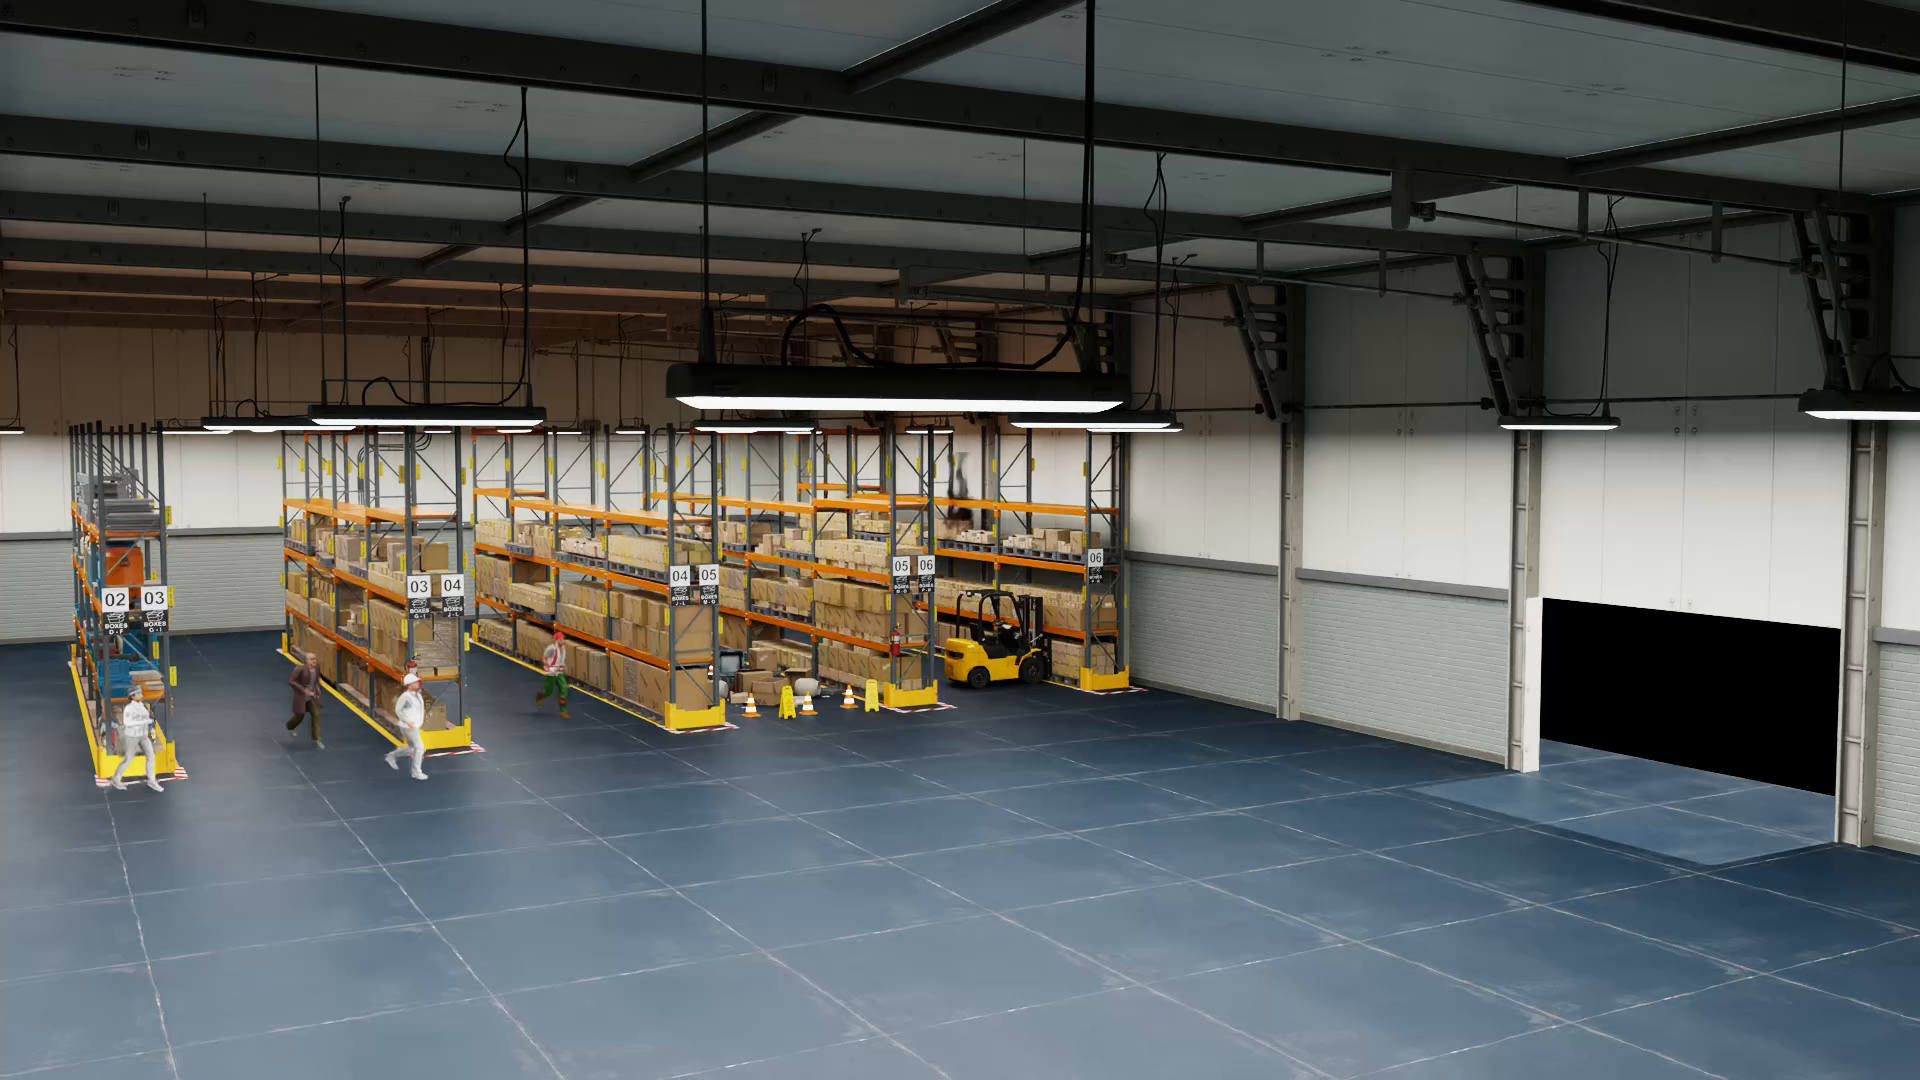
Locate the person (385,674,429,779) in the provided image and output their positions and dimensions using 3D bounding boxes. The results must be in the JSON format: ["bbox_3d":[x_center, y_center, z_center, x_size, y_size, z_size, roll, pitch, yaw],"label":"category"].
[{"bbox_3d":[-9.304,3.128,27.913,0.765,1.785,0.660,0,4,4],"label":"person"}]

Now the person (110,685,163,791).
[{"bbox_3d":[-13.287,3.196,26.808,0.819,1.731,0.608,1,4,10],"label":"person"}]

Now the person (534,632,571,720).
[{"bbox_3d":[-8.331,2.754,34.026,1.080,1.772,0.658,3,4,37],"label":"person"}]

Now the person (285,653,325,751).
[{"bbox_3d":[-12.112,2.953,30.721,1.189,1.778,0.712,3,5,39],"label":"person"}]
